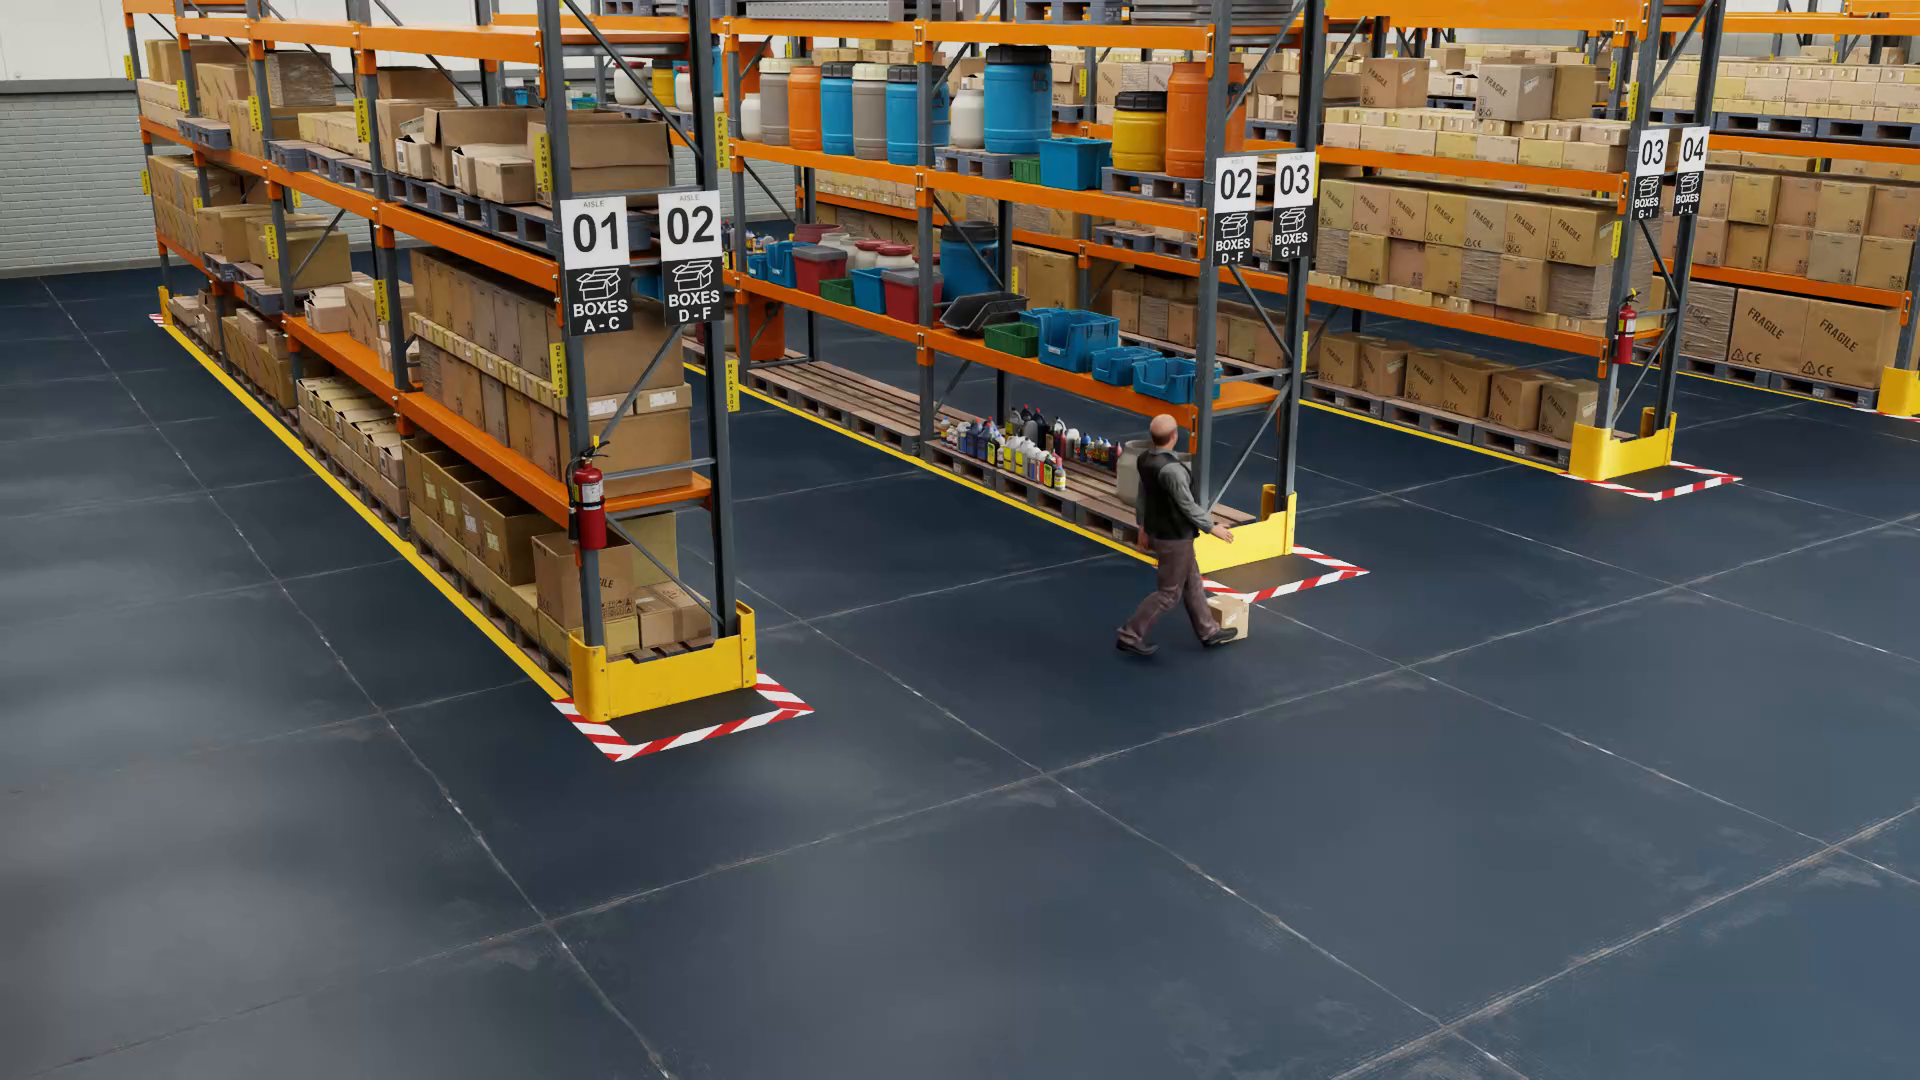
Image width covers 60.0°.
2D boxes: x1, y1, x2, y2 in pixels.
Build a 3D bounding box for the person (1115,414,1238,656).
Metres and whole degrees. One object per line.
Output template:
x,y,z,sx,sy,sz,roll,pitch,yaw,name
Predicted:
1.515,-0.034,11.247,0.942,1.673,0.594,-5,18,-14,person
